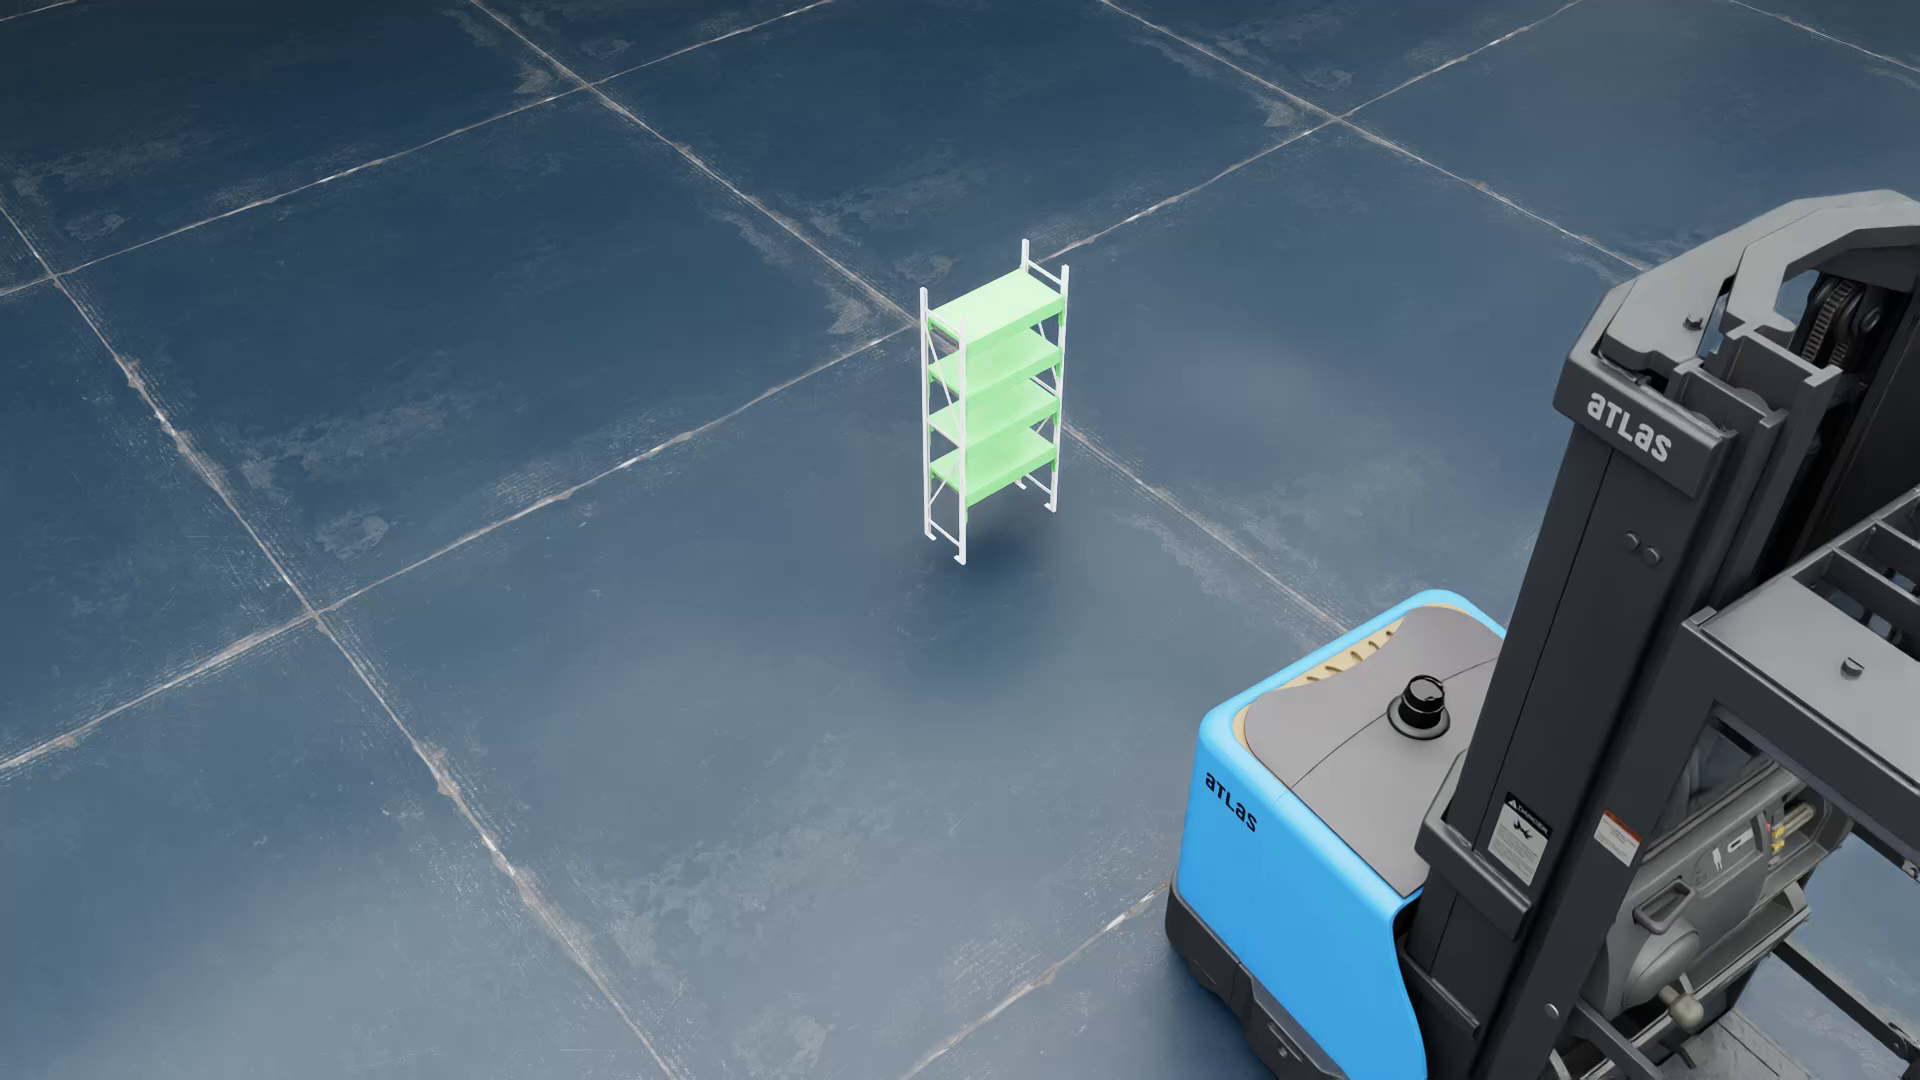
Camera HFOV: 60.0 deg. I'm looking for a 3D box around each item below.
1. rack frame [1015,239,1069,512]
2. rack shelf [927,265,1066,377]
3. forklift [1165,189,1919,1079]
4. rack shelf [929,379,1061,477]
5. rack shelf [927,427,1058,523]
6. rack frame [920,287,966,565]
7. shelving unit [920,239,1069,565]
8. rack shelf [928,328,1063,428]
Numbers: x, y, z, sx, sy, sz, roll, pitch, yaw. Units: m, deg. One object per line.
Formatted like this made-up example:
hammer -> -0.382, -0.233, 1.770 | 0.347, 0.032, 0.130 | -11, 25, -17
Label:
rack frame -> 0.314, -0.617, 6.531 | 0.015, 1.200, 0.240 | -30, 51, -28
rack shelf -> 0.127, -0.813, 6.132 | 0.480, 0.148, 0.258 | -30, 51, -28
forklift -> 1.903, 0.858, 3.695 | 1.130, 2.935, 3.031 | -25, 49, -24
rack shelf -> 0.127, -0.463, 6.460 | 0.480, 0.148, 0.258 | -30, 51, -28
rack shelf -> 0.127, -0.289, 6.625 | 0.480, 0.148, 0.258 | -30, 51, -28
rack frame -> -0.060, -0.403, 6.303 | 0.015, 1.200, 0.240 | -30, 51, -28
shelving unit -> 0.127, -0.510, 6.417 | 0.503, 1.200, 0.258 | -30, 51, -28
rack shelf -> 0.127, -0.638, 6.296 | 0.480, 0.148, 0.258 | -30, 51, -28
